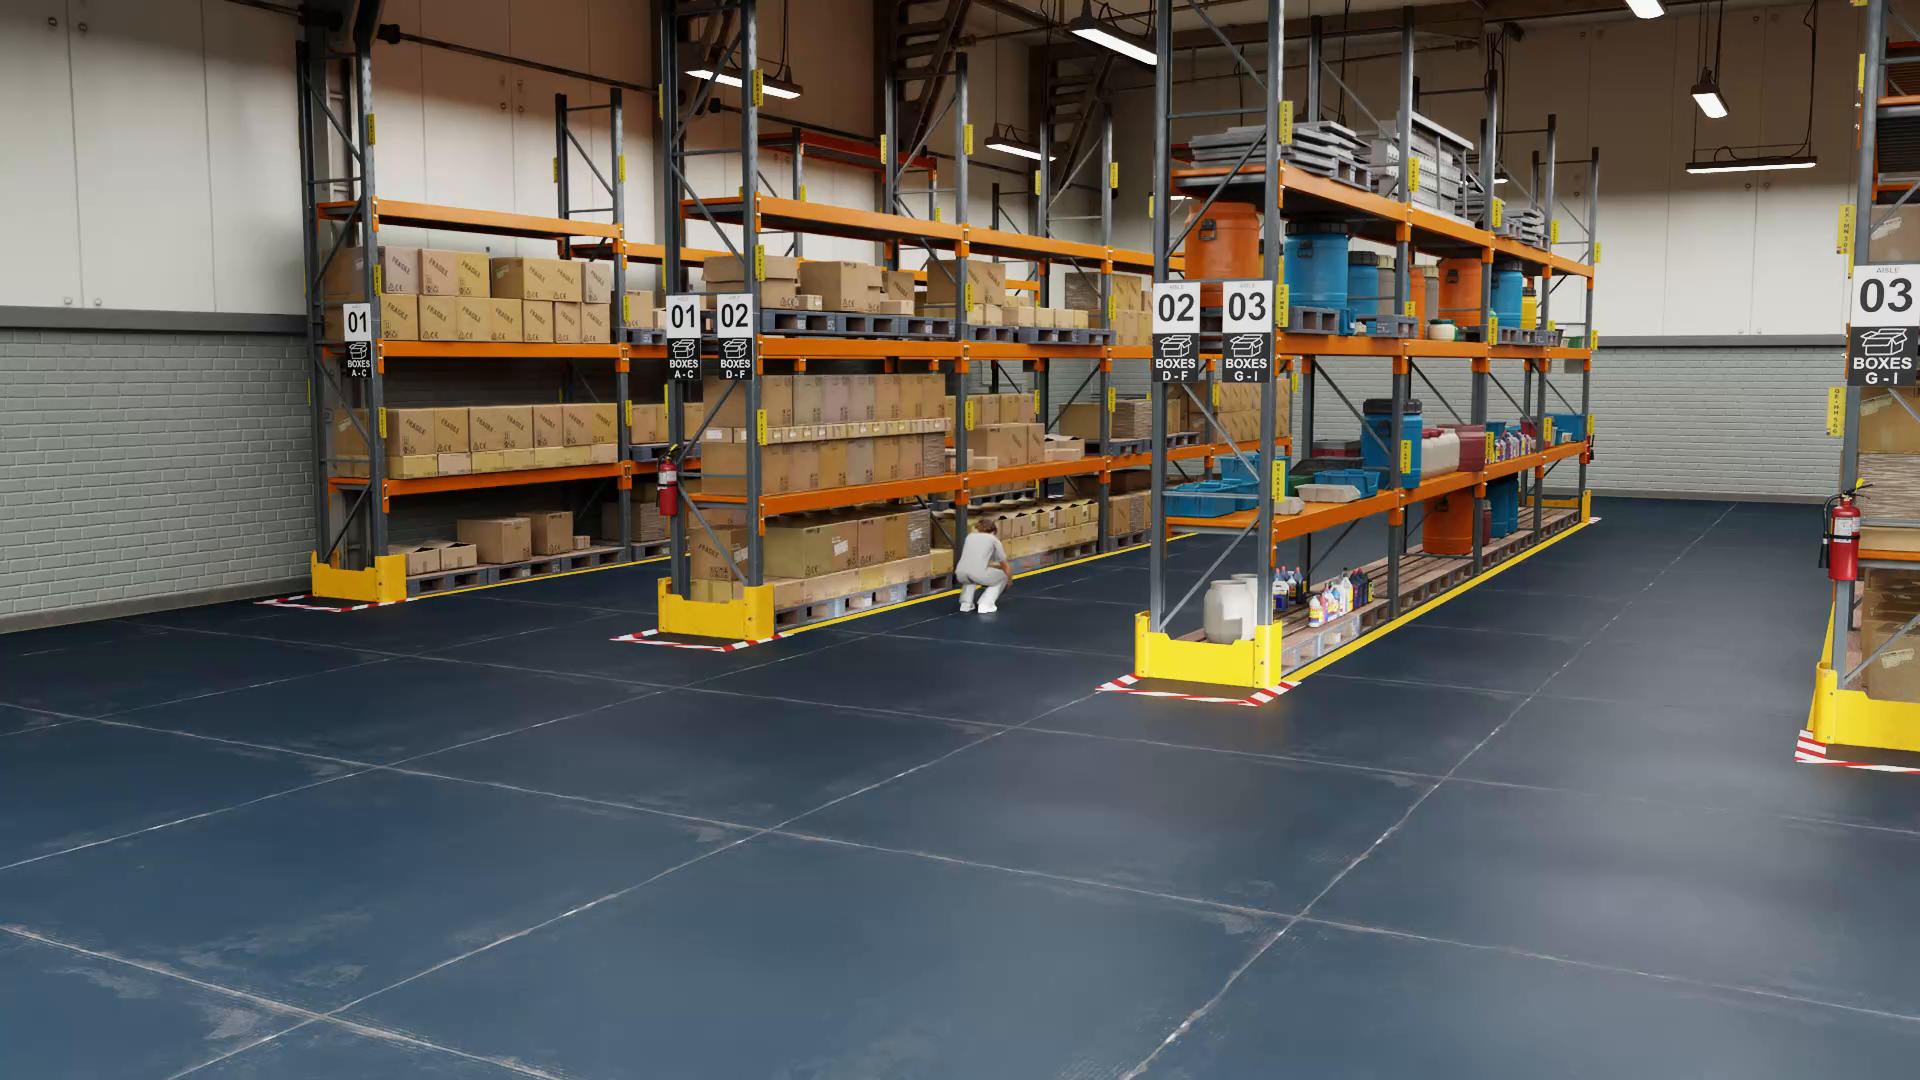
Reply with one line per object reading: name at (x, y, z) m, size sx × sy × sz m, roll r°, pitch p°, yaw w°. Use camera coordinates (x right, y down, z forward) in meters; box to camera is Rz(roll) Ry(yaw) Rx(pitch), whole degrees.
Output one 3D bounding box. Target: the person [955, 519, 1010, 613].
person at (0.228, 0.265, 17.395) m, size 0.490 × 0.931 × 0.810 m, roll 3°, pitch 7°, yaw 27°
